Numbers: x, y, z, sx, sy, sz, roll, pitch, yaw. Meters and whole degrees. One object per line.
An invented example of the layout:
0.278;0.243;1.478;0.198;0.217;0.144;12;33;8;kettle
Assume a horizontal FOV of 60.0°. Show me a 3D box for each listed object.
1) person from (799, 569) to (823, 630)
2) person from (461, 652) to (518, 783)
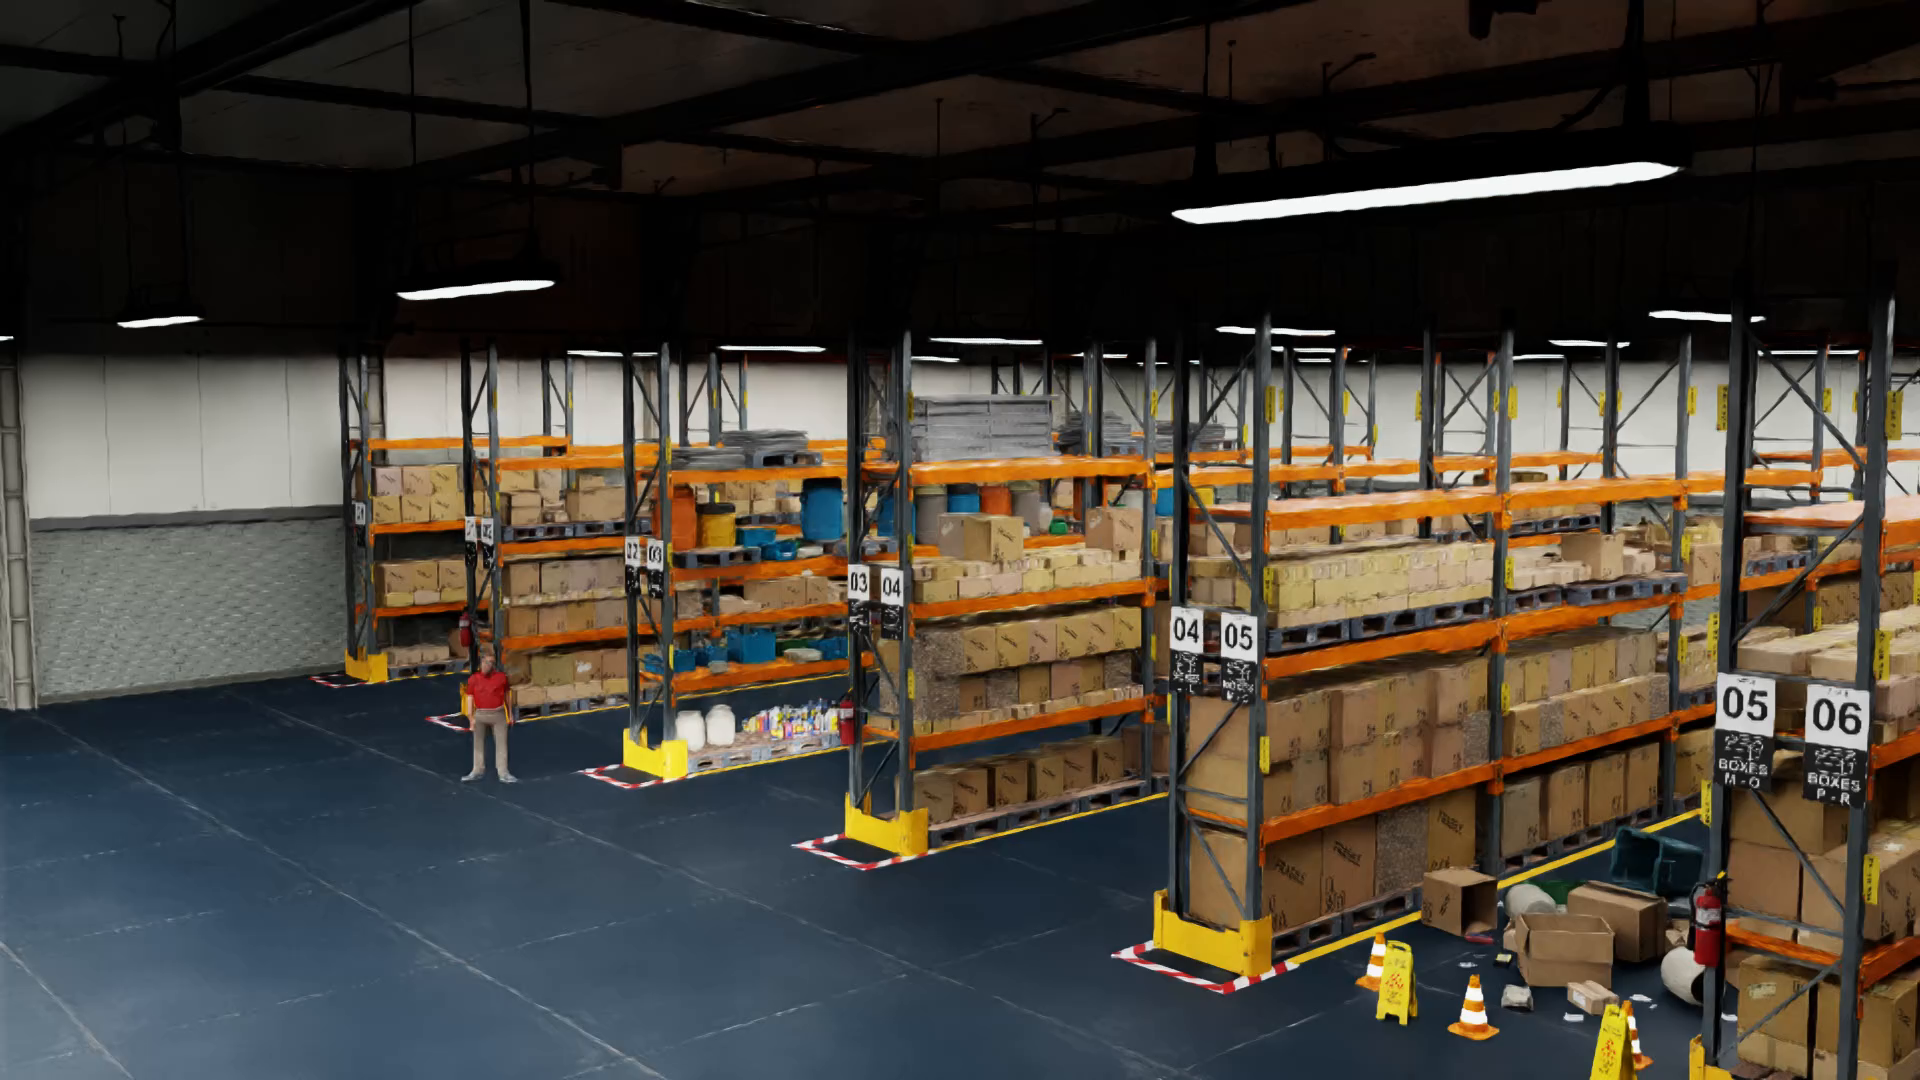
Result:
-2.899;1.405;32.463;0.574;1.726;0.677;-5;7;-43;person
-6.234;2.336;21.935;0.721;1.727;0.441;-2;5;-17;person
